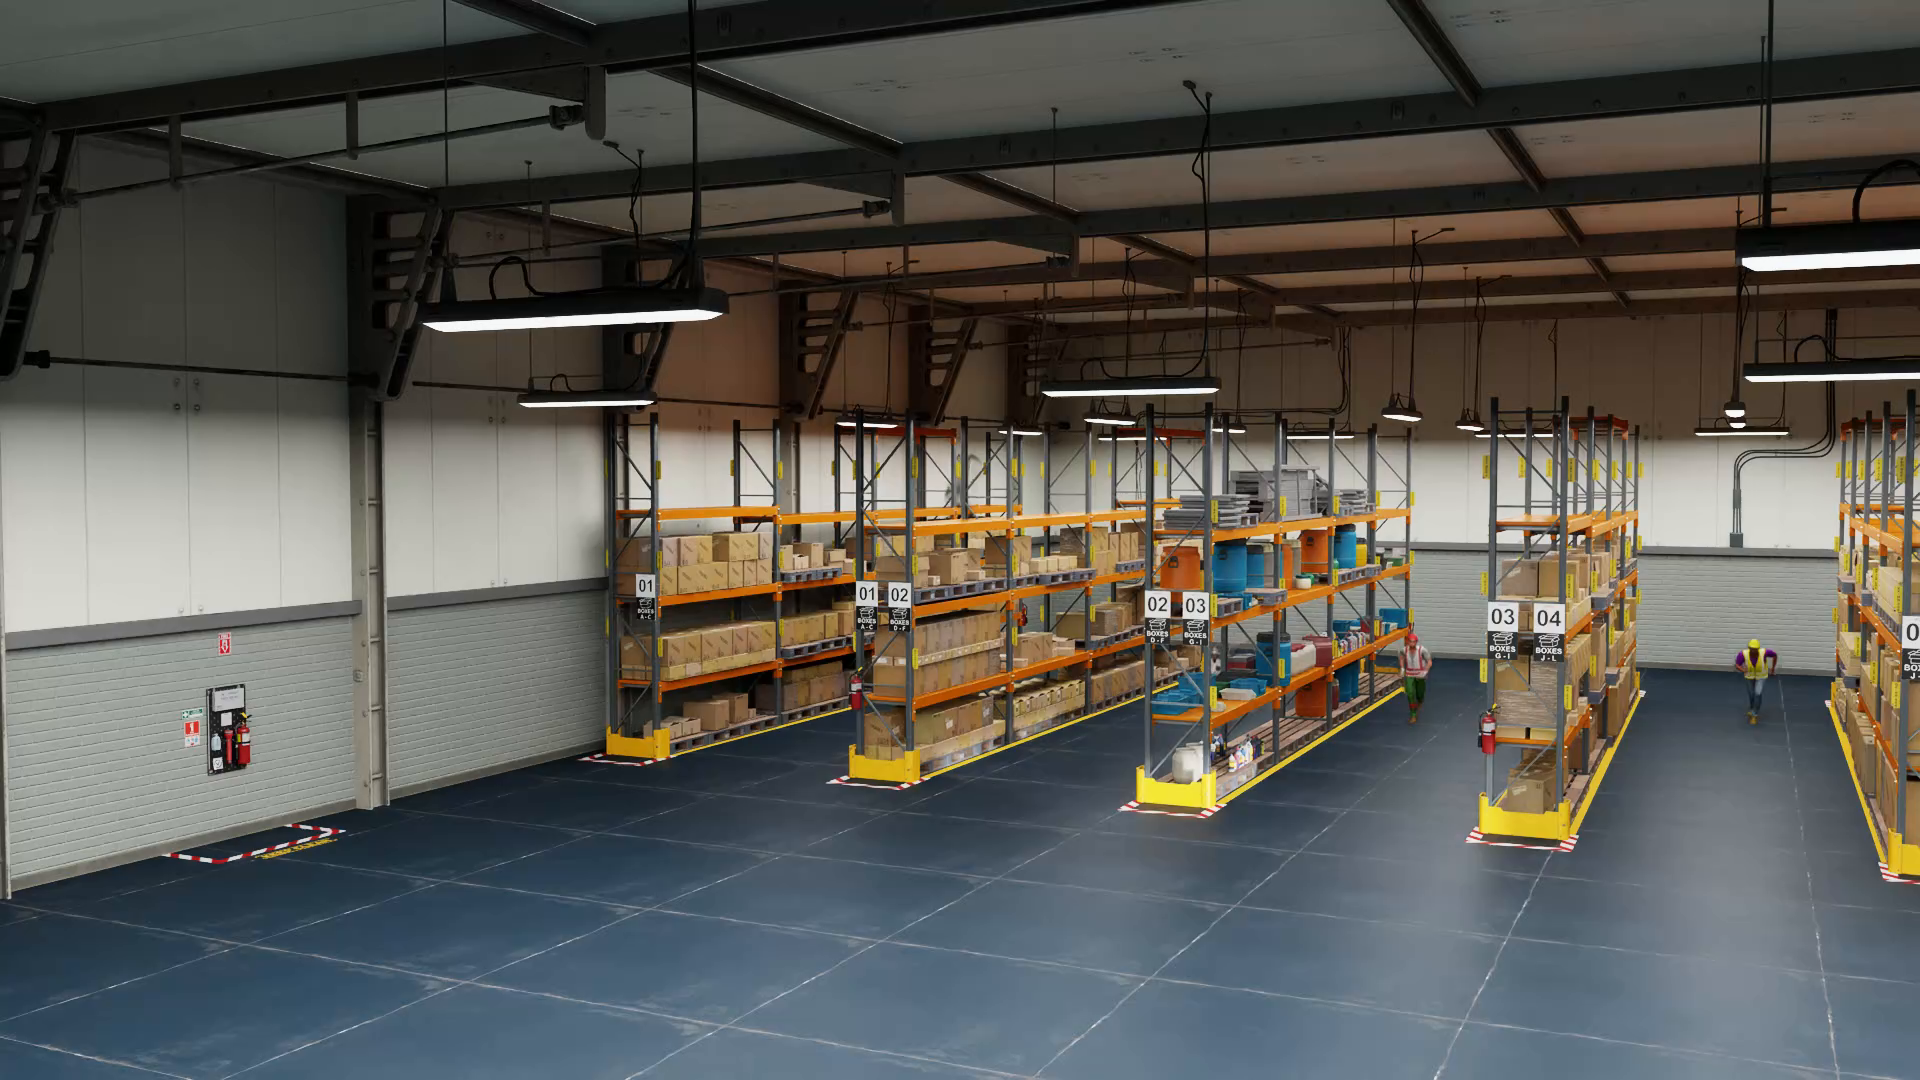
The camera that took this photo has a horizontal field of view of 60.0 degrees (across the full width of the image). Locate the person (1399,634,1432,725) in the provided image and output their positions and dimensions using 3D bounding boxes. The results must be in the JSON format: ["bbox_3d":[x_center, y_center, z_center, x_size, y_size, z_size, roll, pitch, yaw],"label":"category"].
[{"bbox_3d":[9.080,2.744,33.176,0.659,1.773,1.015,1,3,22],"label":"person"}]

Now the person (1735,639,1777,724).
[{"bbox_3d":[15.822,2.803,33.073,0.746,1.717,1.044,1,3,28],"label":"person"}]

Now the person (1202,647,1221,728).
[{"bbox_3d":[4.891,2.842,31.989,0.561,1.608,0.788,1,3,19],"label":"person"}]
